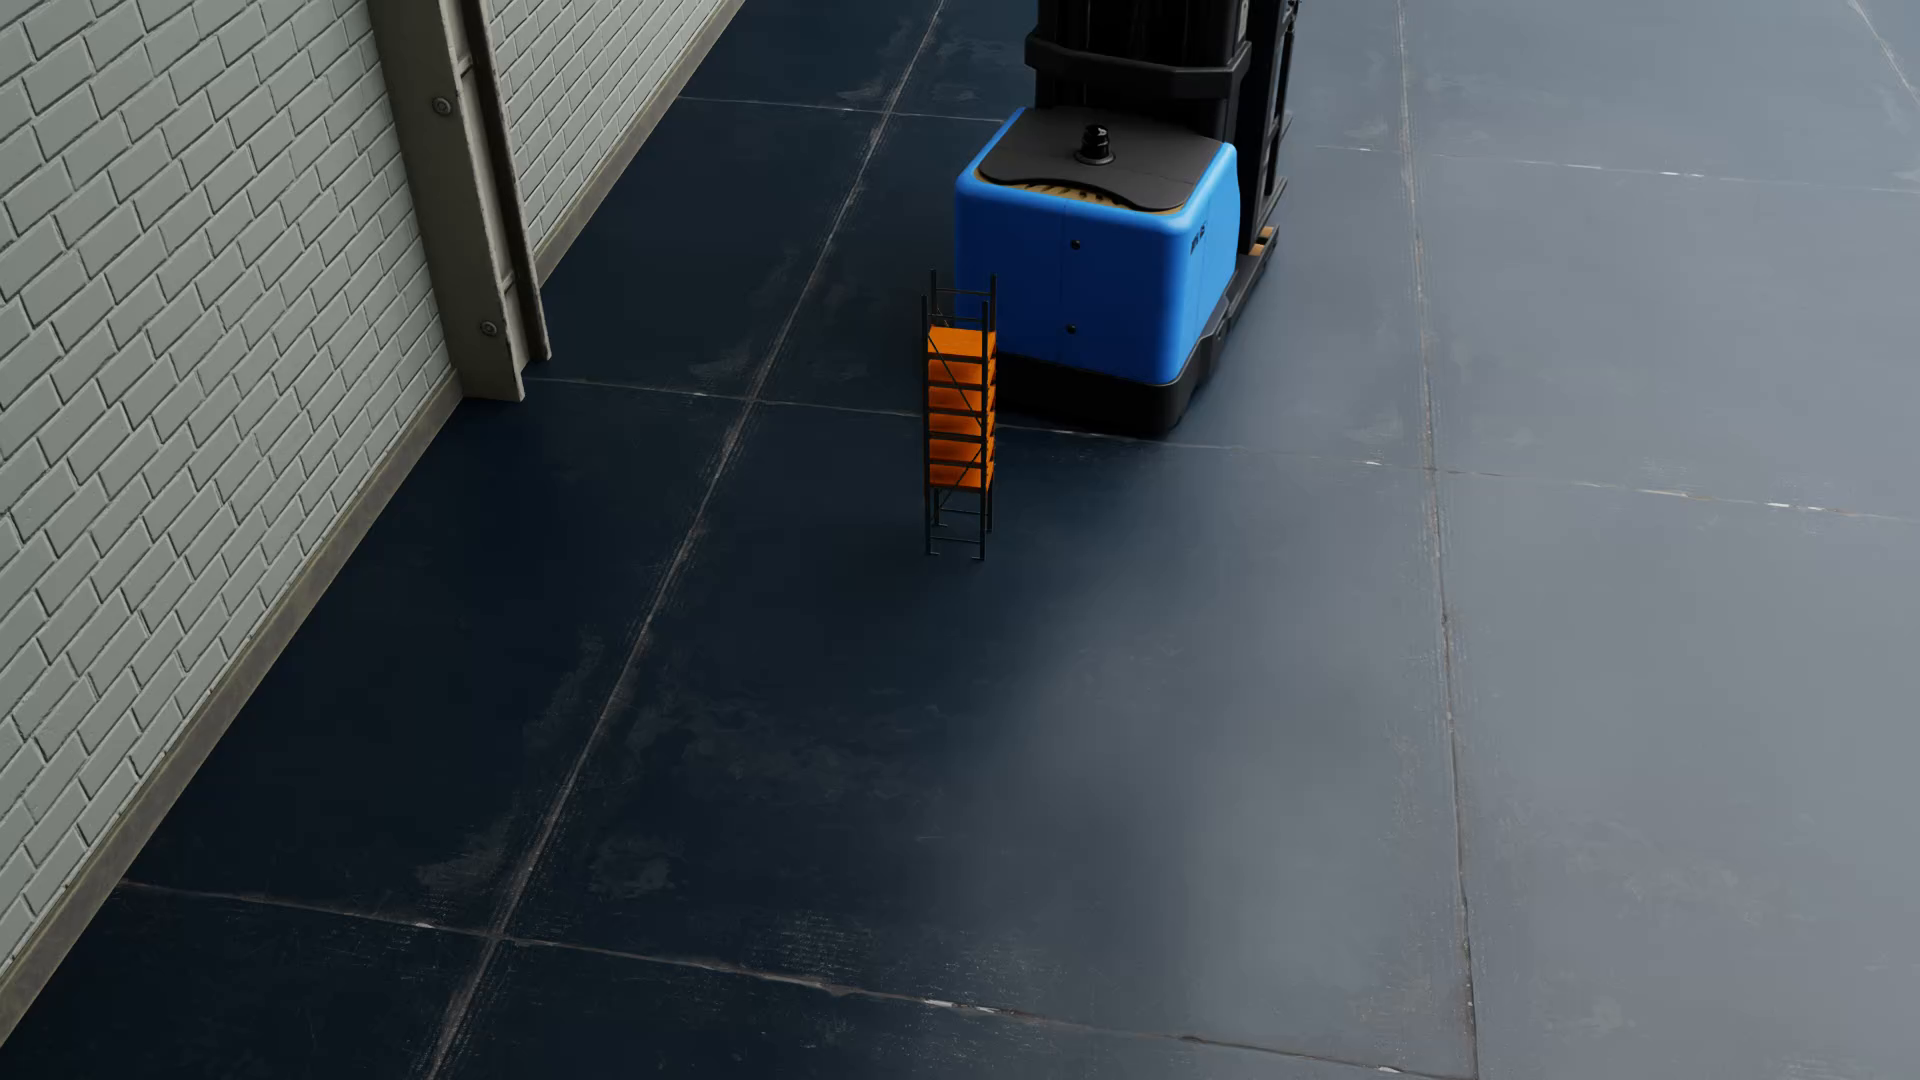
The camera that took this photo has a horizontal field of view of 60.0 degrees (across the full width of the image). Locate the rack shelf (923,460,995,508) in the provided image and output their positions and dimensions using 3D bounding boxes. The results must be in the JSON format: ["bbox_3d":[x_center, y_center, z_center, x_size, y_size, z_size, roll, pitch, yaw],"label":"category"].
[{"bbox_3d":[-0.003,-0.234,6.538,0.258,0.103,0.180,6,40,8],"label":"rack shelf"}]

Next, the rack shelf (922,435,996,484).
[{"bbox_3d":[-0.003,-0.327,6.461,0.258,0.103,0.180,6,40,8],"label":"rack shelf"}]

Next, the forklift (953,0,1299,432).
[{"bbox_3d":[0.981,-2.541,7.523,1.130,2.935,3.031,14,42,17],"label":"forklift"}]

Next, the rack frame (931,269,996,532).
[{"bbox_3d":[0.013,-0.511,6.426,0.240,1.200,0.006,6,40,8],"label":"rack frame"}]

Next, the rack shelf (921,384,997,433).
[{"bbox_3d":[-0.002,-0.512,6.309,0.258,0.103,0.180,6,40,8],"label":"rack shelf"}]

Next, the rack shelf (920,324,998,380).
[{"bbox_3d":[-0.002,-0.697,6.156,0.258,0.103,0.180,6,40,8],"label":"rack shelf"}]

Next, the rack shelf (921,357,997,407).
[{"bbox_3d":[-0.002,-0.604,6.232,0.258,0.103,0.180,6,40,8],"label":"rack shelf"}]

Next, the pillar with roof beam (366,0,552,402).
[{"bbox_3d":[2.140,-3.758,4.233,9.100,9.000,0.400,6,40,8],"label":"pillar with roof beam"}]

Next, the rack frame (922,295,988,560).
[{"bbox_3d":[-0.018,-0.396,6.287,0.240,1.200,0.006,6,40,8],"label":"rack frame"}]

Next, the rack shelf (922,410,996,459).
[{"bbox_3d":[-0.003,-0.419,6.385,0.258,0.103,0.180,6,40,8],"label":"rack shelf"}]

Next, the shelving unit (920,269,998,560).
[{"bbox_3d":[-0.002,-0.453,6.357,0.258,1.200,0.189,6,40,8],"label":"shelving unit"}]
